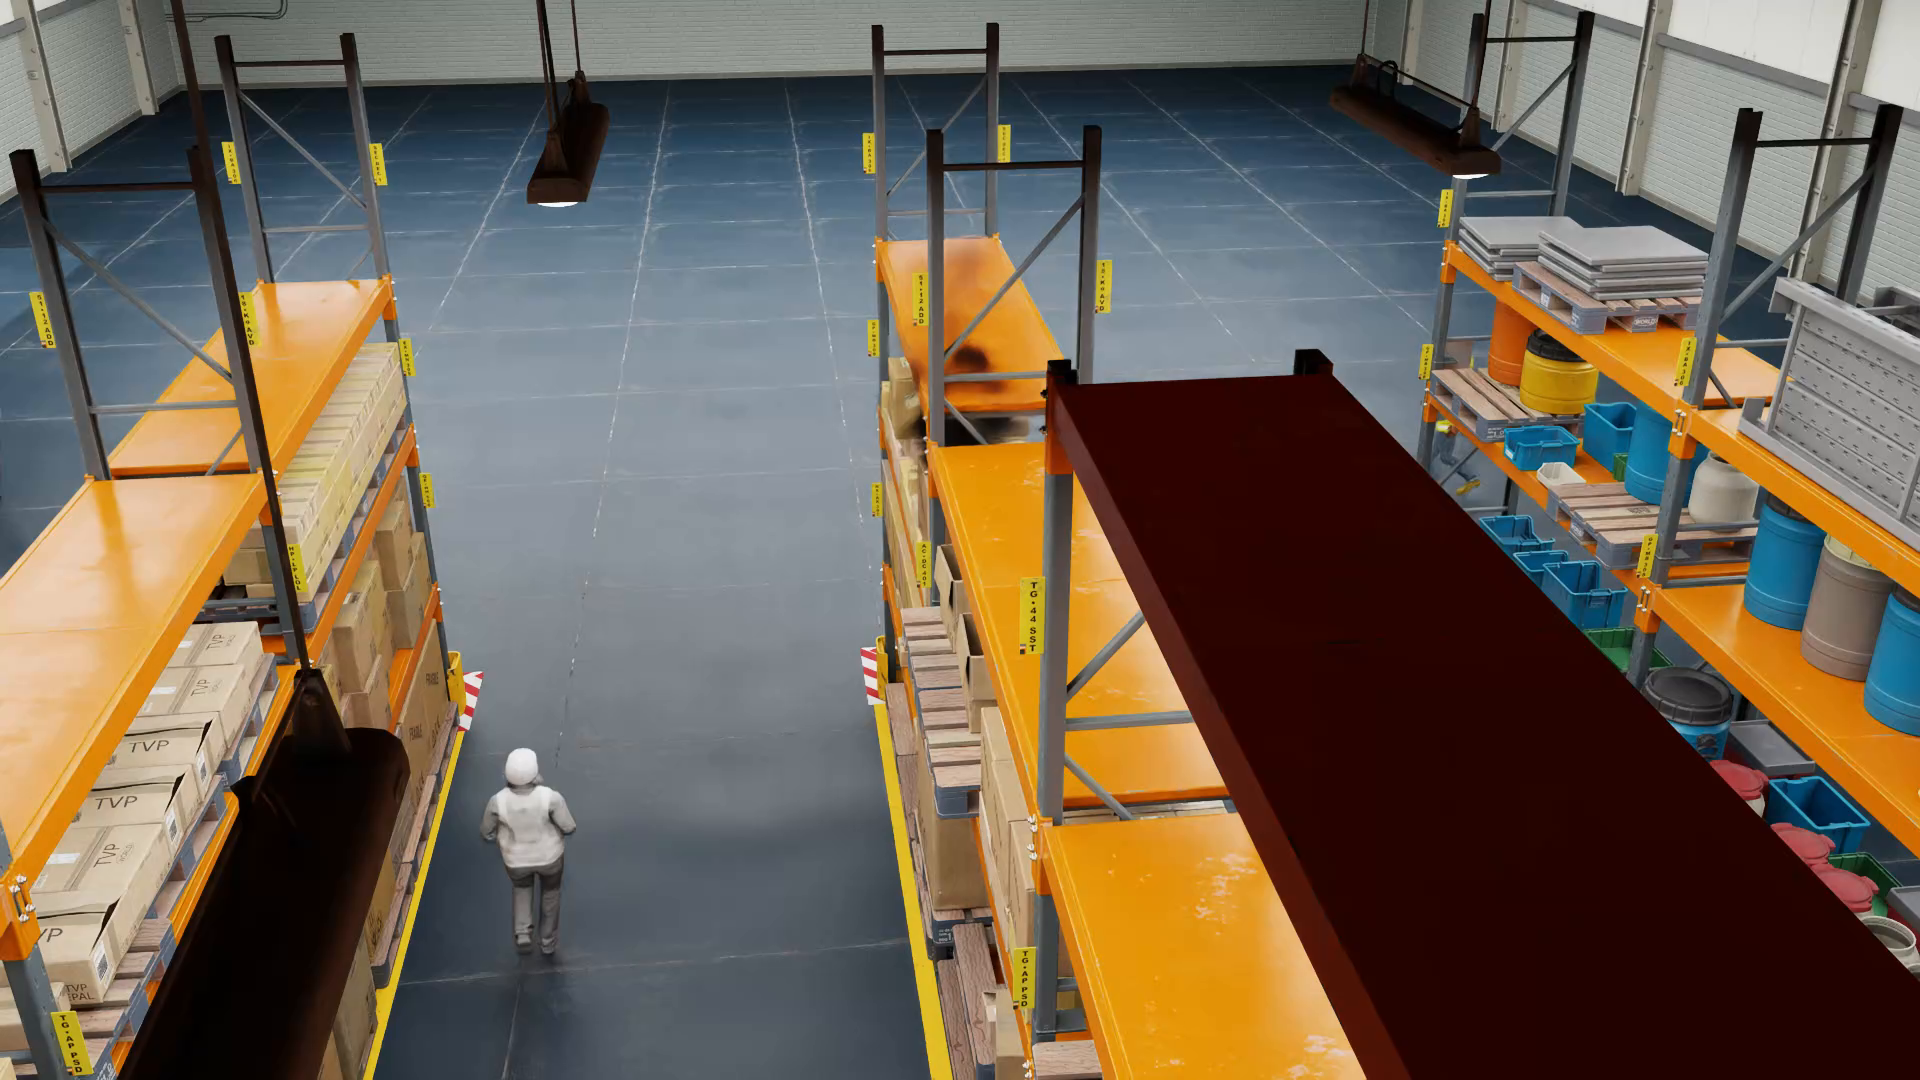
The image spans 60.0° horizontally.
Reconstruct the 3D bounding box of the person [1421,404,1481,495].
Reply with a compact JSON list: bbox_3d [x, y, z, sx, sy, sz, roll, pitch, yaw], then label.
[{"bbox_3d":[5.626,-1.293,19.163,0.914,1.773,0.693,6,26,13],"label":"person"}]

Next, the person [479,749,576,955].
[{"bbox_3d":[-3.026,2.223,11.771,0.656,1.722,0.541,-3,26,-7],"label":"person"}]
